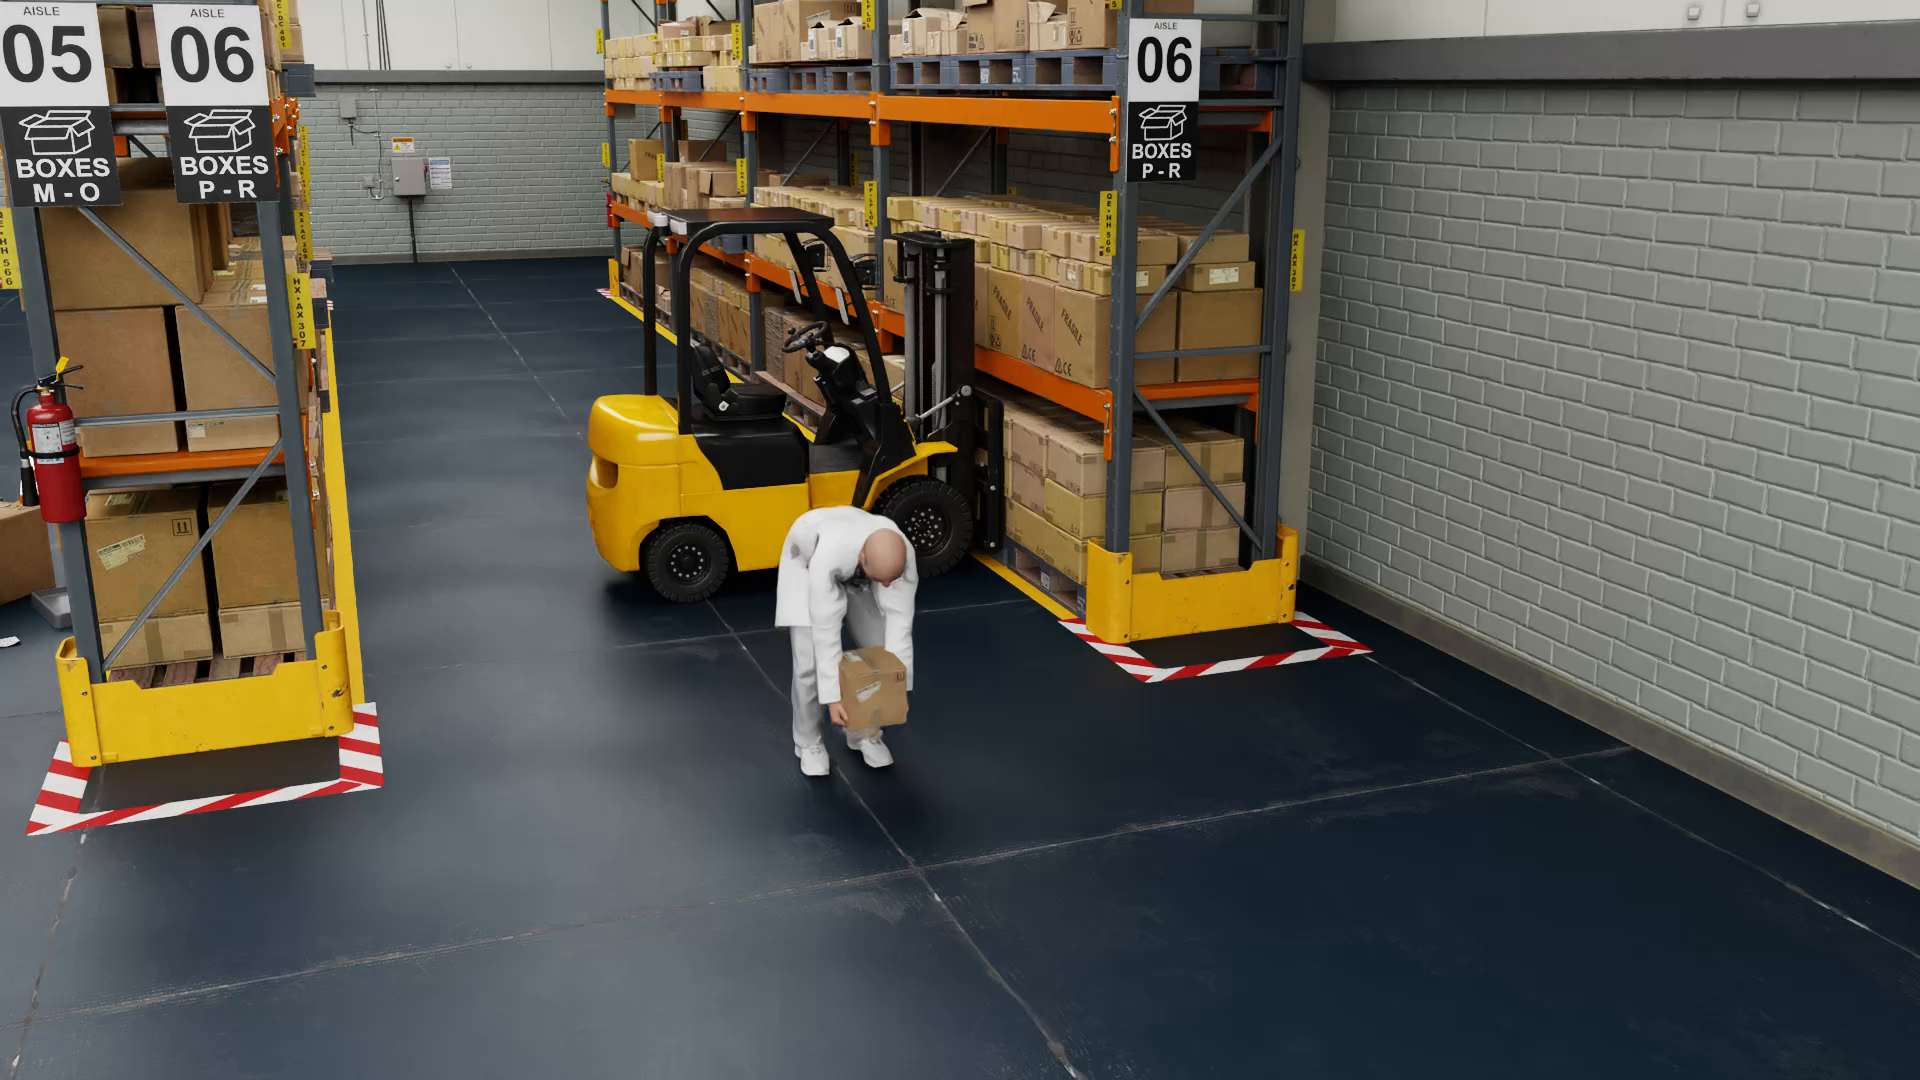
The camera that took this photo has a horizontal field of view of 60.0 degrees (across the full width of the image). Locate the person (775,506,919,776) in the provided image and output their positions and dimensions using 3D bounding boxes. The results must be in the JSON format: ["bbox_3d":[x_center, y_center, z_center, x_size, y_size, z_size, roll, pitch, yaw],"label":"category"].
[{"bbox_3d":[-0.446,0.459,7.003,0.562,1.181,0.939,-6,17,-22],"label":"person"}]
